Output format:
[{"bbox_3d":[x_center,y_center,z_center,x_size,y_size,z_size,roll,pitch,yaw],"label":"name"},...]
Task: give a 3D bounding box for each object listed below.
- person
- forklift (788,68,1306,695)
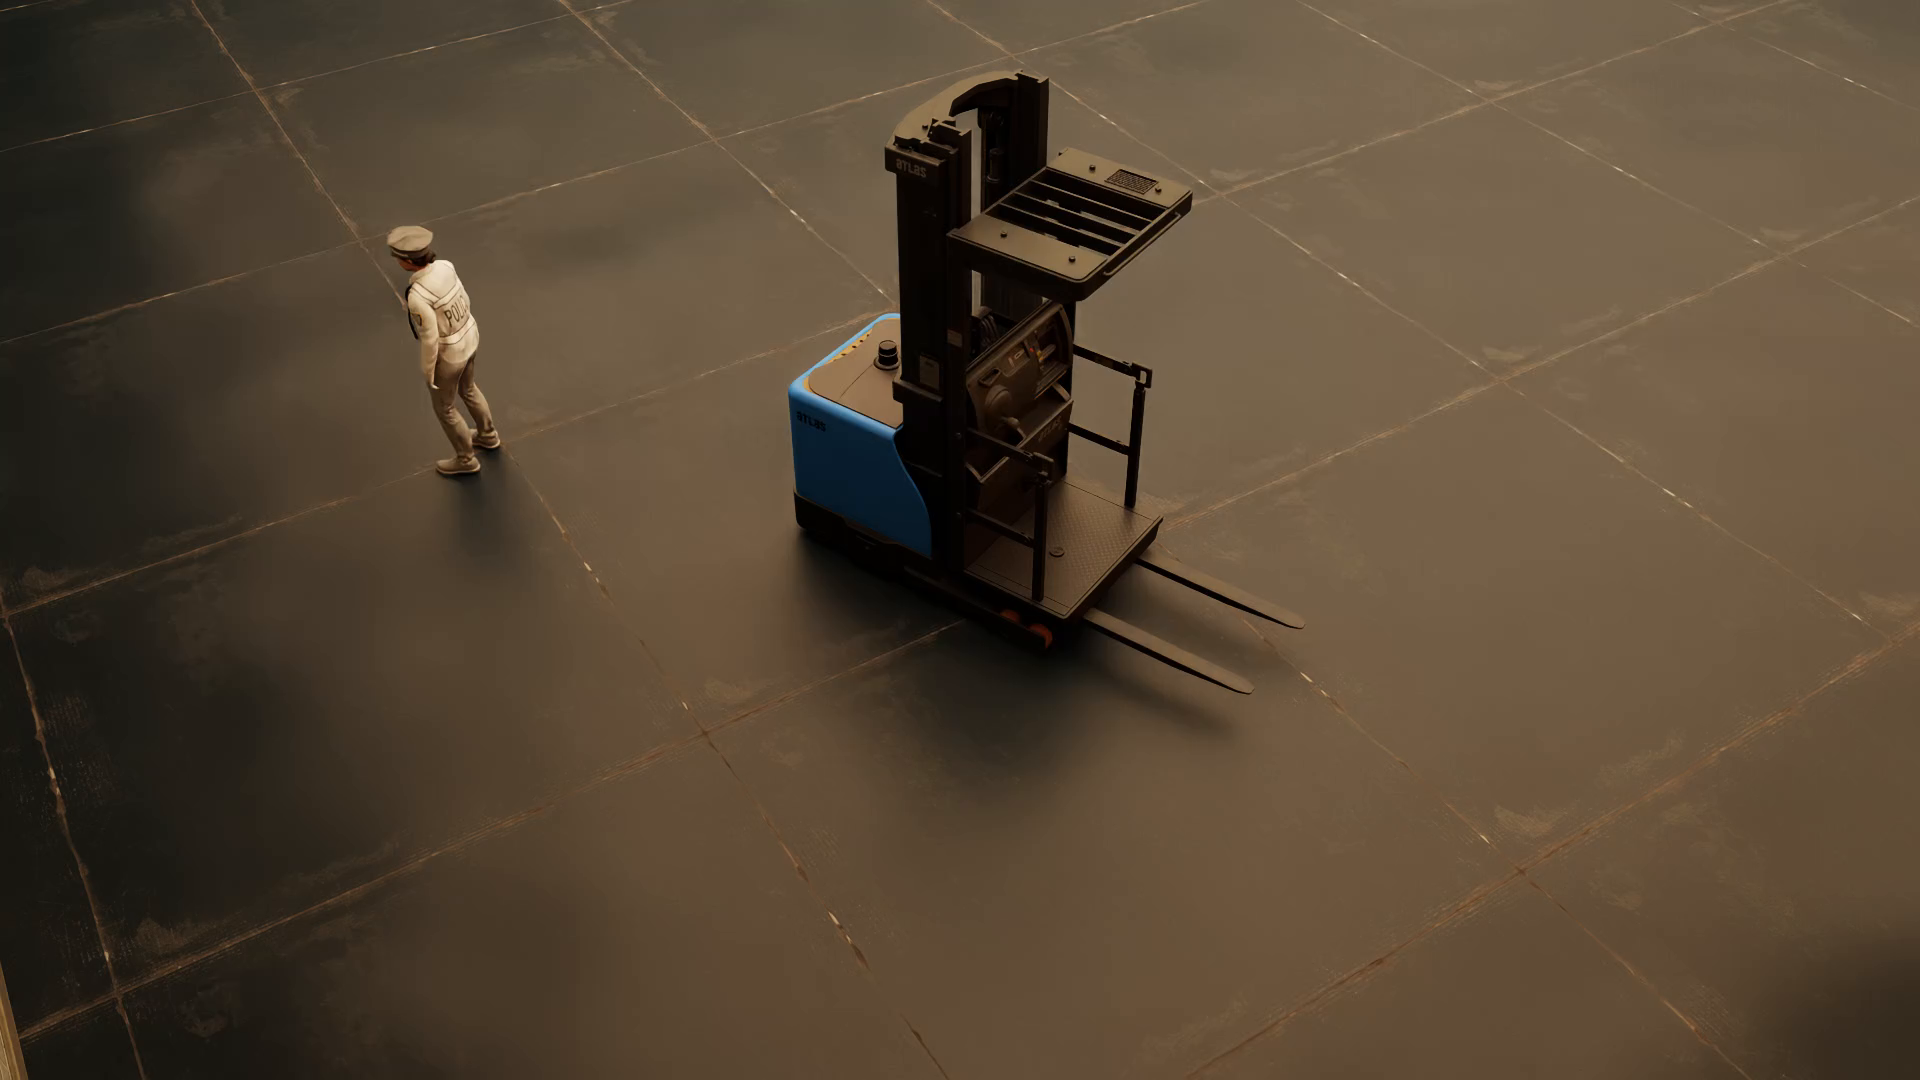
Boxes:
[{"bbox_3d":[-3.133,-1.145,10.151,0.370,1.662,0.530,10,42,11],"label":"person"},{"bbox_3d":[0.496,-0.872,8.869,3.031,2.935,1.130,25,47,26],"label":"forklift"}]
